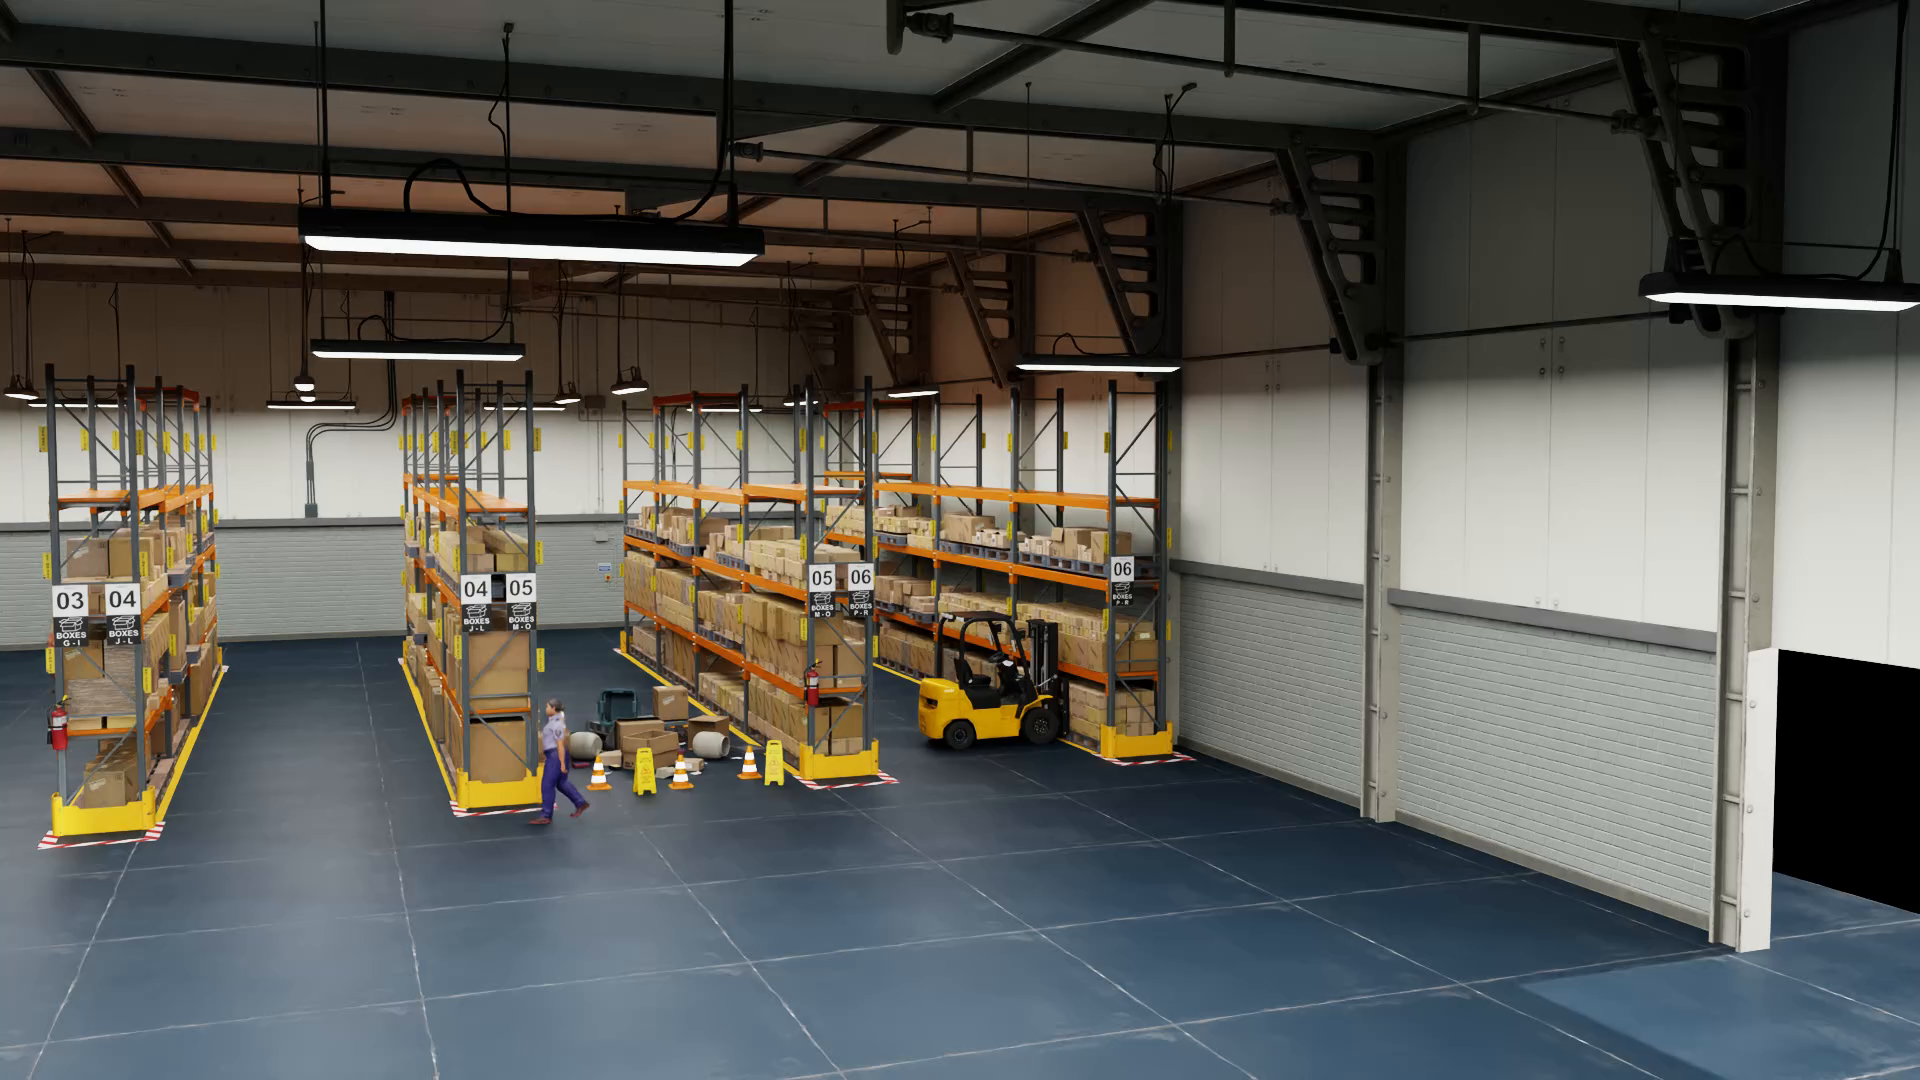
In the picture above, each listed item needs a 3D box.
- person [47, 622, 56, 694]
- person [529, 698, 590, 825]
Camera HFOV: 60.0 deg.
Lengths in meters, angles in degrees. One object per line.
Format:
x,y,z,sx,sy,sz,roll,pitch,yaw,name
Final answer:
-17.721,2.185,32.849,0.590,1.780,0.532,-3,4,-40,person
-5.297,2.901,21.969,0.768,1.618,0.464,-1,3,-10,person
